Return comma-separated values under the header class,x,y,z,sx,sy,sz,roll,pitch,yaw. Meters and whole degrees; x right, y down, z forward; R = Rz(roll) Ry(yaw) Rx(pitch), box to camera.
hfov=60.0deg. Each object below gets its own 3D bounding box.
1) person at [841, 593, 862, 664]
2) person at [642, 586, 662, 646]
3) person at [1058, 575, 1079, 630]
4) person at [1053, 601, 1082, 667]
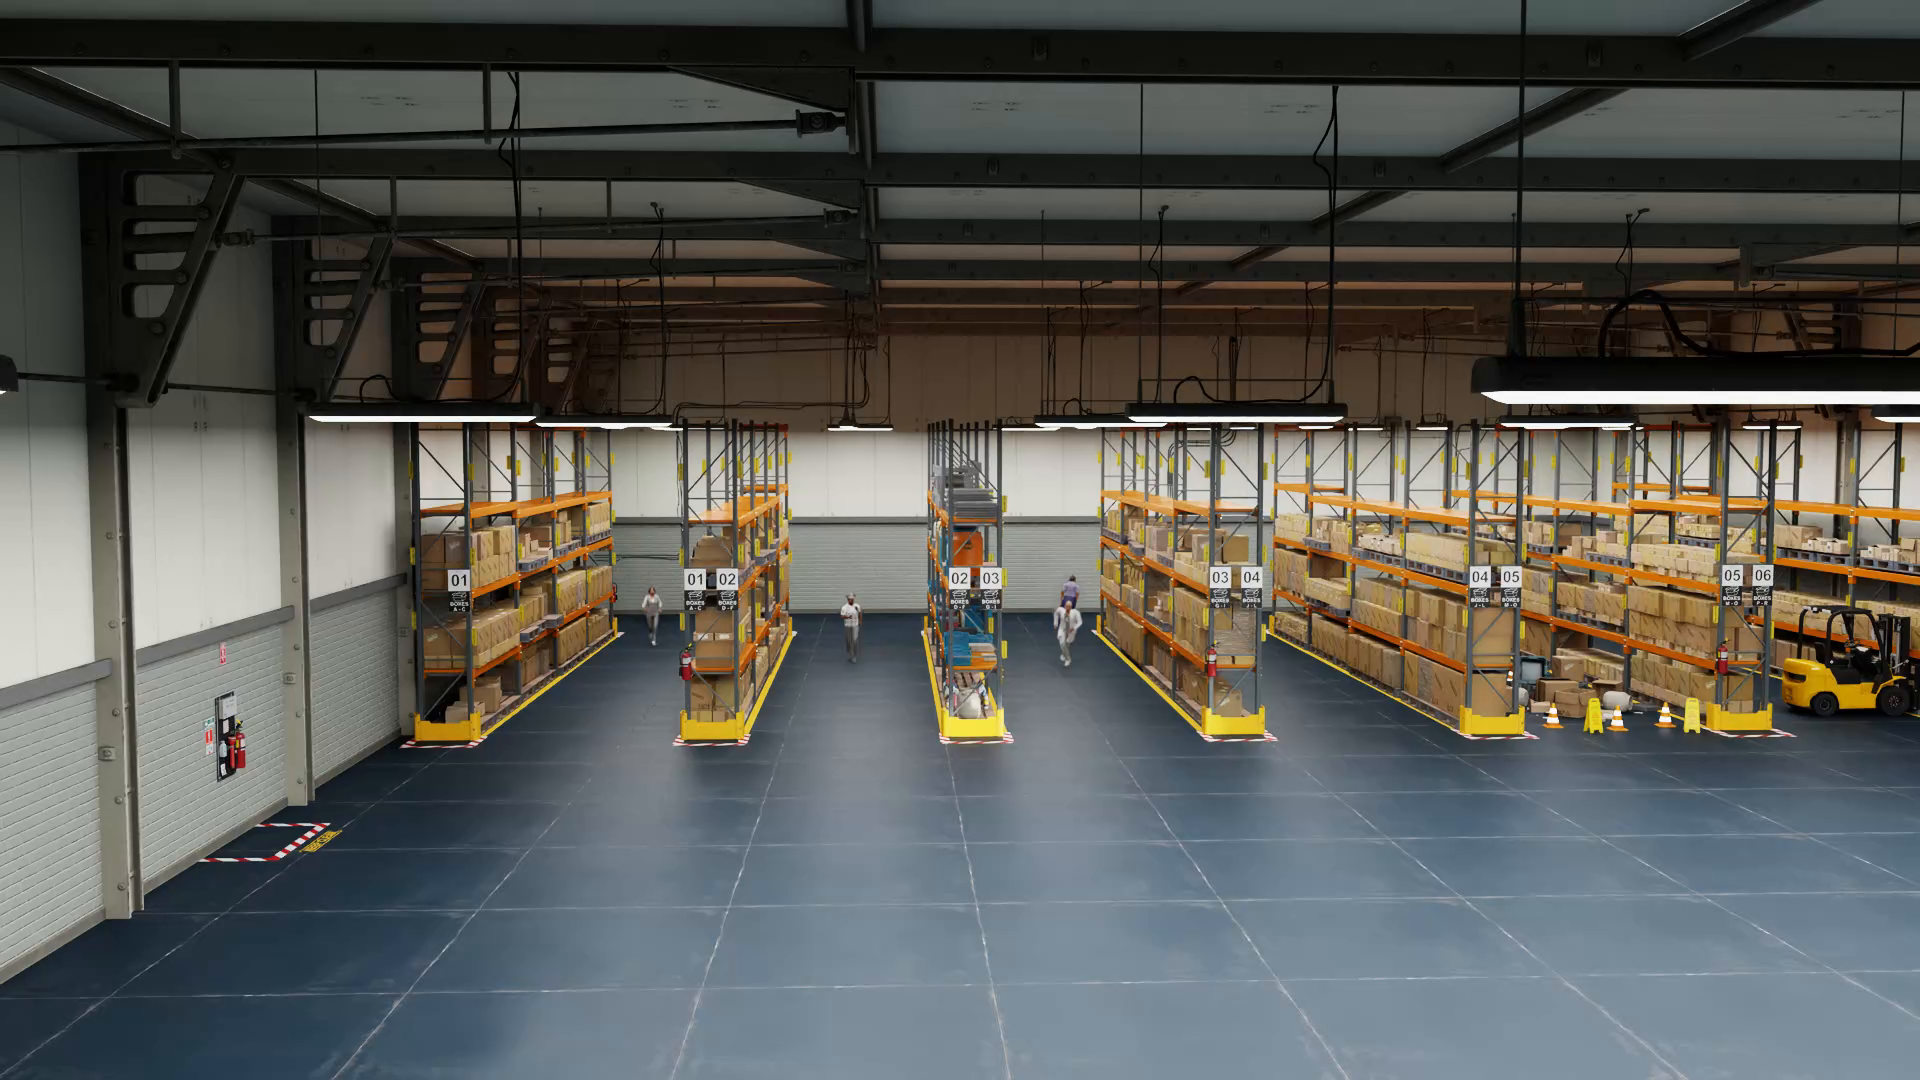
class,x,y,z,sx,sy,sz,roll,pitch,yaw
person,-2.728,2.196,41.754,0.528,1.742,0.860,0,4,-4
person,-8.359,2.050,45.188,0.538,1.586,0.775,-1,4,-12
person,3.162,1.862,48.455,0.644,1.621,0.392,1,4,13
person,2.662,2.277,41.292,0.690,1.626,1.110,0,4,2
